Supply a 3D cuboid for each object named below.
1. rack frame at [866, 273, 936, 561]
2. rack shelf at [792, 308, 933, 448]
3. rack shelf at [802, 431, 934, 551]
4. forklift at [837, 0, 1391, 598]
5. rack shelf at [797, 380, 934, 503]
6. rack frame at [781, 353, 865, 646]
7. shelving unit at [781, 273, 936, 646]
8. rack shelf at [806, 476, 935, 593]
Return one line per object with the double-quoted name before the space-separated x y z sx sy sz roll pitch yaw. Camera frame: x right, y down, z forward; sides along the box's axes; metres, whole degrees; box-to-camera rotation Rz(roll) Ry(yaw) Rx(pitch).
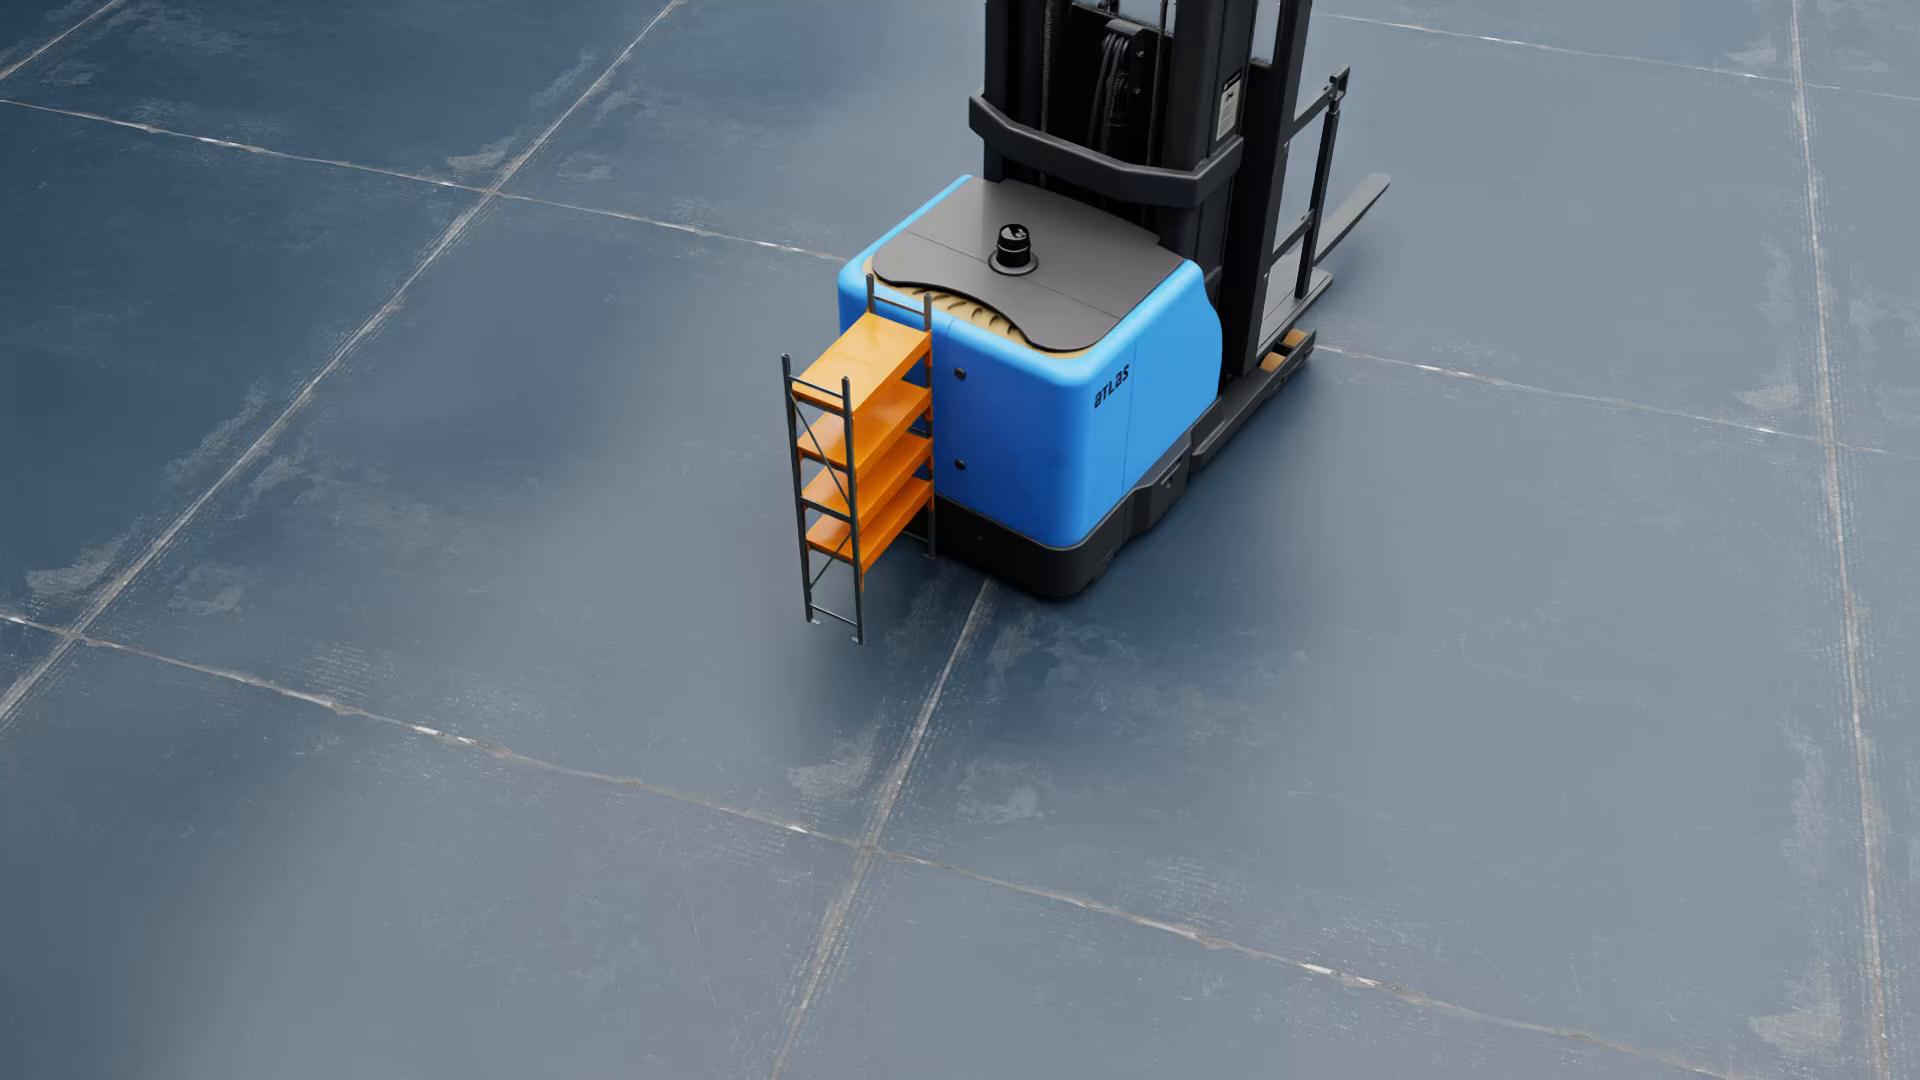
"rack frame" -0.199 -0.397 5.798 0.240 1.200 0.015 22 48 21
"rack shelf" -0.320 -0.530 5.372 0.258 0.148 0.480 22 48 21
"rack shelf" -0.320 -0.202 5.694 0.258 0.148 0.480 22 48 21
"forklift" 0.829 -1.834 6.029 1.130 2.935 3.031 27 50 25
"rack shelf" -0.320 -0.361 5.538 0.258 0.148 0.480 22 48 21
"rack frame" -0.442 -0.102 5.496 0.240 1.200 0.015 22 48 21
"shelving unit" -0.320 -0.250 5.647 0.258 1.200 0.503 22 48 21
"rack shelf" -0.320 -0.060 5.833 0.258 0.148 0.480 22 48 21
